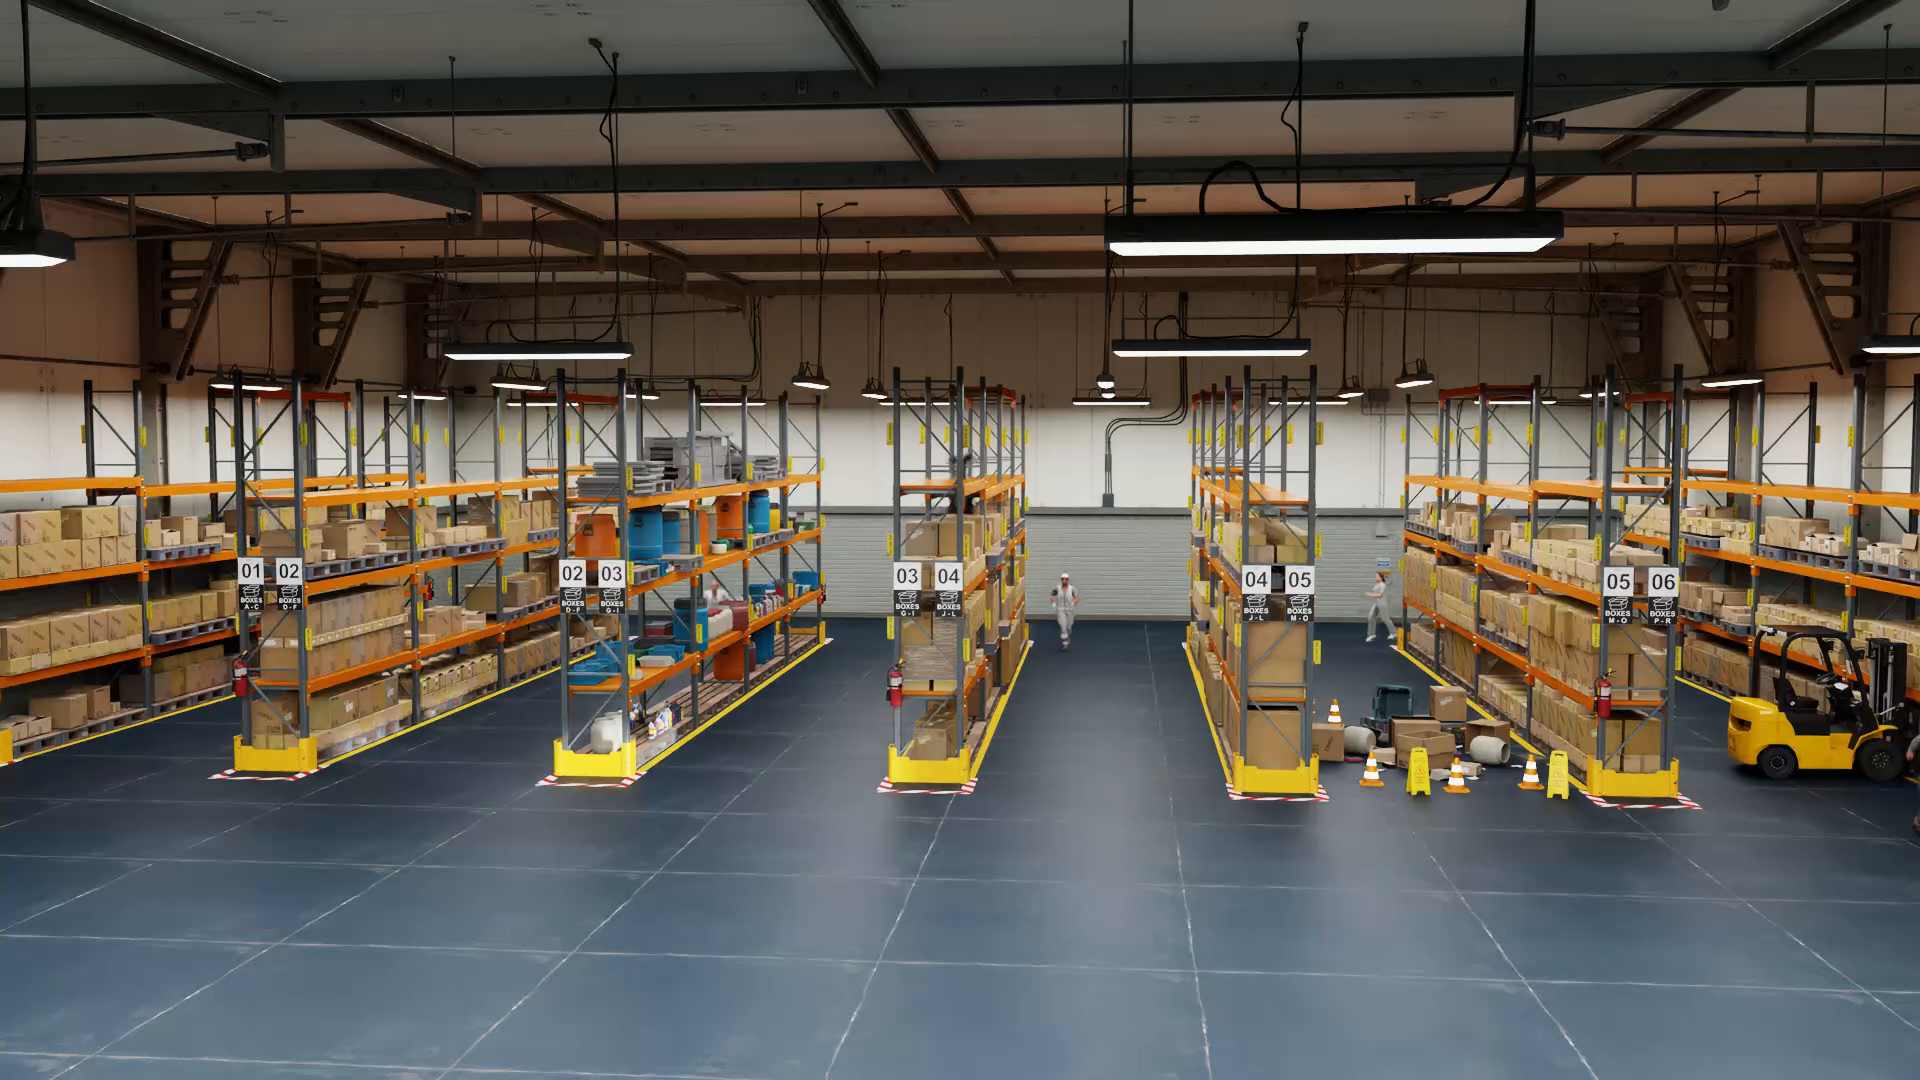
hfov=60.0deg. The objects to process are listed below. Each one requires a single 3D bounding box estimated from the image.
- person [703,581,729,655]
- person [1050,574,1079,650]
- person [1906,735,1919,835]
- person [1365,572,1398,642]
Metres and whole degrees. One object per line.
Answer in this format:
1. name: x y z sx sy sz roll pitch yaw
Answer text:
1. person: -5.648 1.785 38.361 0.709 1.711 0.792 0 4 -3
2. person: 2.470 1.677 39.265 0.669 1.770 0.798 0 4 1
3. person: 12.038 2.957 20.377 0.615 1.496 1.107 1 4 13
4. person: 10.305 1.634 40.637 0.854 1.717 0.542 -1 4 -9
